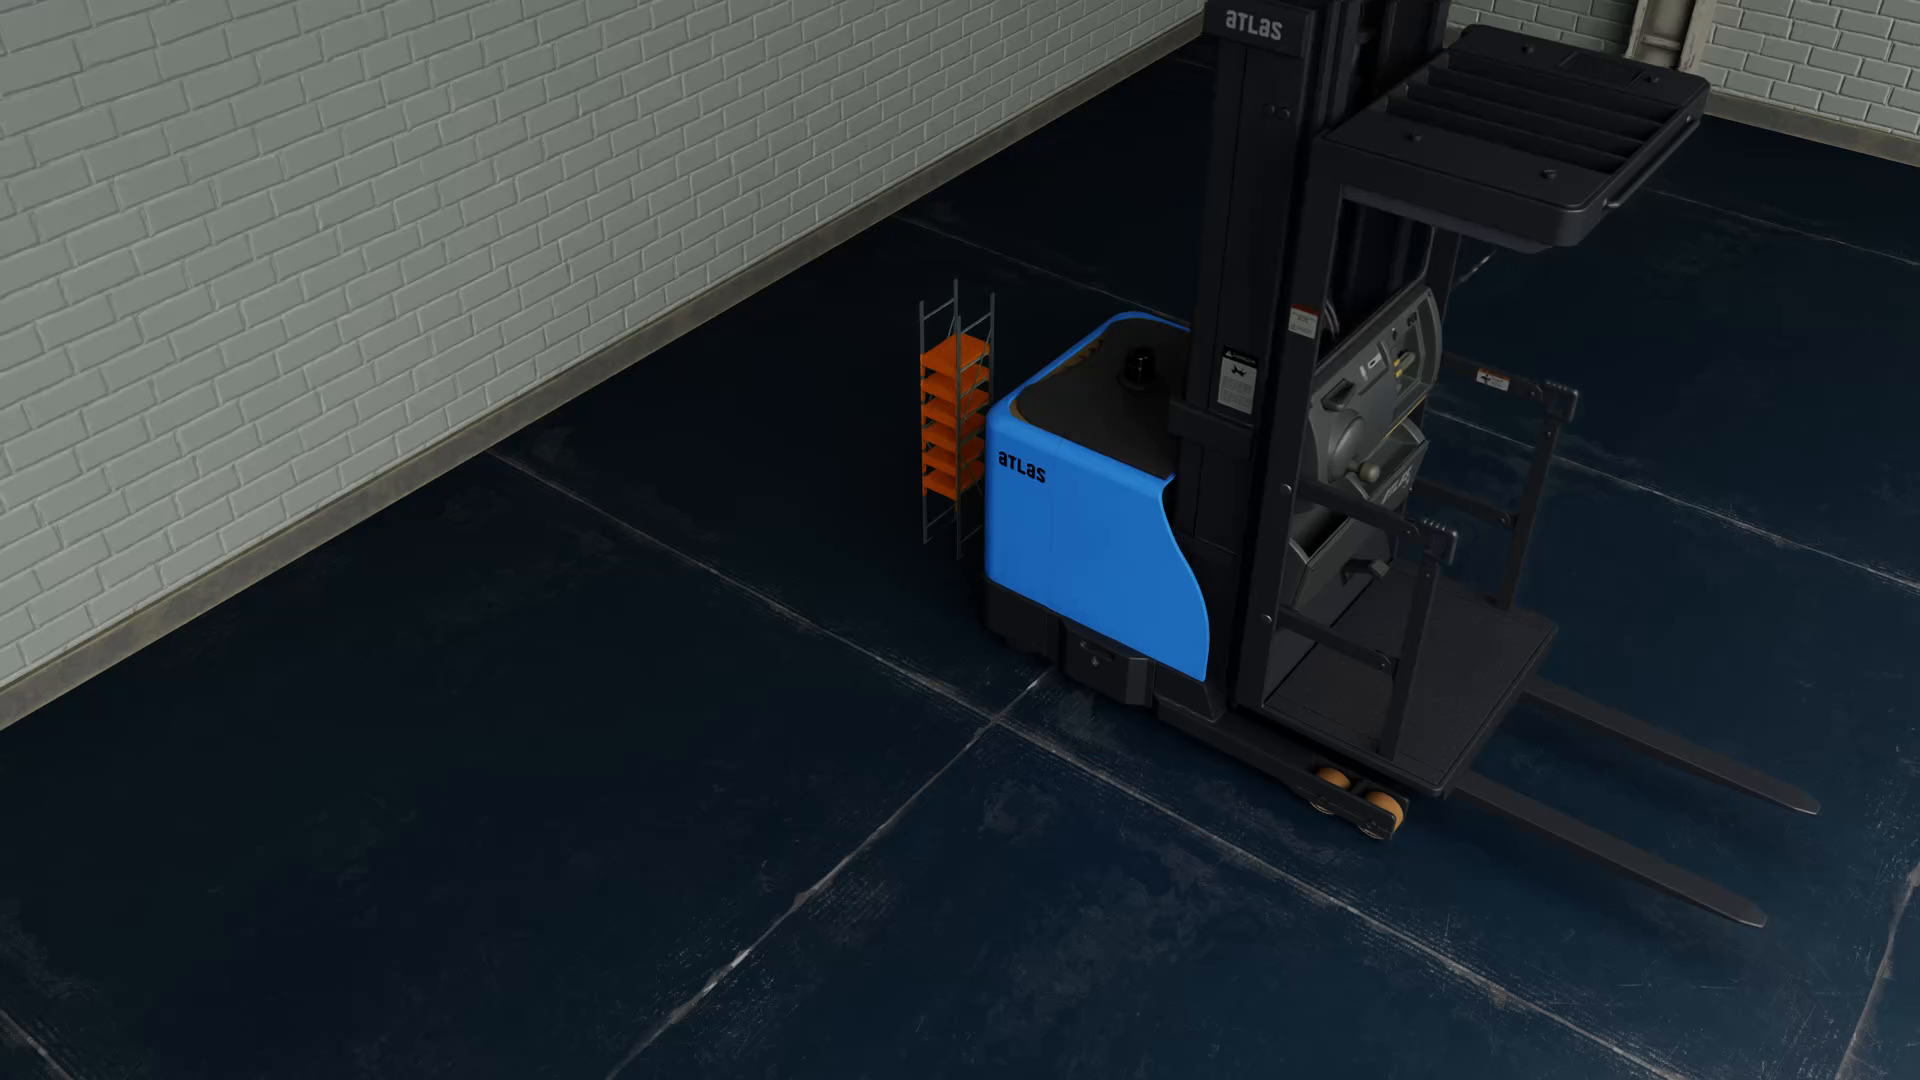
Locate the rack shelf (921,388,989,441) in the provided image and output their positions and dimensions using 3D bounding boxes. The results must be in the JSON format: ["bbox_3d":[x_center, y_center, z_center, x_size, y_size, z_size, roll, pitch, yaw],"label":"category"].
[{"bbox_3d":[-0.011,-0.537,6.840,0.180,0.103,0.258,25,45,29],"label":"rack shelf"}]

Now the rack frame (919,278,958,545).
[{"bbox_3d":[-0.084,-0.512,6.931,0.006,1.200,0.240,25,45,29],"label":"rack frame"}]

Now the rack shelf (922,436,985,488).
[{"bbox_3d":[-0.011,-0.348,6.988,0.180,0.103,0.258,25,45,29],"label":"rack shelf"}]

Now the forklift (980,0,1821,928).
[{"bbox_3d":[1.559,-0.417,5.513,3.031,2.797,1.129,25,45,28],"label":"forklift"}]

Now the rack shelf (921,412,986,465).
[{"bbox_3d":[-0.011,-0.443,6.914,0.180,0.103,0.258,25,45,29],"label":"rack shelf"}]

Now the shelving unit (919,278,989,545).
[{"bbox_3d":[-0.013,-0.479,6.888,0.184,1.200,0.258,25,45,29],"label":"shelving unit"}]

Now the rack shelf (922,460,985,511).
[{"bbox_3d":[-0.011,-0.254,7.062,0.180,0.103,0.258,25,45,29],"label":"rack shelf"}]

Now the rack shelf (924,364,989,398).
[{"bbox_3d":[-0.011,-0.653,6.750,0.171,0.034,0.221,25,45,29],"label":"rack shelf"}]

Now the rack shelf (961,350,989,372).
[{"bbox_3d":[-0.011,-0.742,6.680,0.166,0.020,0.199,25,45,29],"label":"rack shelf"}]

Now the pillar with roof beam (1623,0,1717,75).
[{"bbox_3d":[1.884,-4.262,5.394,0.400,9.000,9.100,25,45,29],"label":"pillar with roof beam"}]
